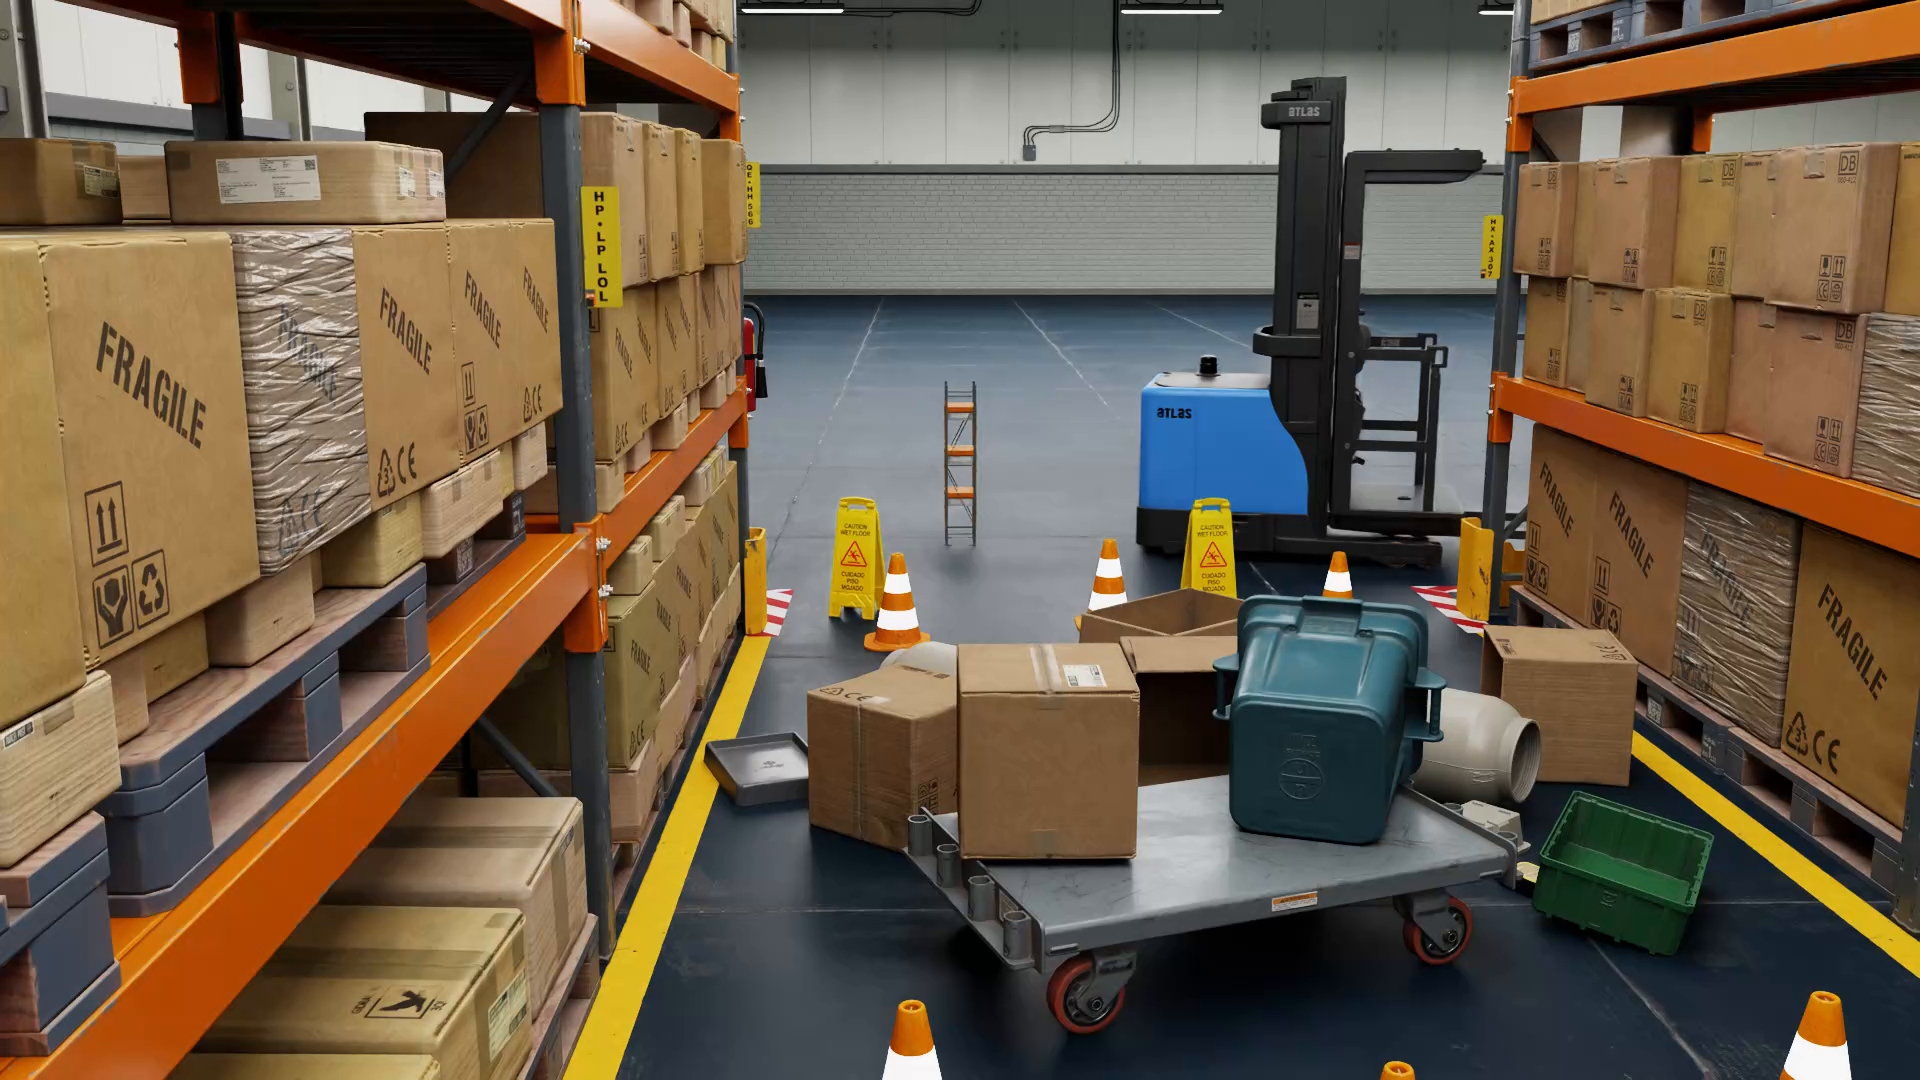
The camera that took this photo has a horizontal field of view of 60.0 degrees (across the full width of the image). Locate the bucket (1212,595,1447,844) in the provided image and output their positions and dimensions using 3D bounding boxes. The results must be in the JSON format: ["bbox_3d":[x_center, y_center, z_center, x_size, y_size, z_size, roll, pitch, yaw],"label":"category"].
[{"bbox_3d":[1.104,0.570,5.113,0.726,0.611,0.620,4,22,18],"label":"bucket"}]

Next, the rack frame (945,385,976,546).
[{"bbox_3d":[0.004,-0.480,10.783,0.200,1.050,0.008,0,11,-1],"label":"rack frame"}]

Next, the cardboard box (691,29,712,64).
[{"bbox_3d":[-1.321,-2.201,7.451,0.380,0.149,0.250,0,11,1],"label":"cardboard box"}]

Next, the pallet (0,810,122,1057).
[{"bbox_3d":[-1.573,0.517,1.449,1.213,0.211,1.003,0,11,-1],"label":"pallet"}]

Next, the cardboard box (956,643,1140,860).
[{"bbox_3d":[0.244,0.610,4.891,0.500,0.500,0.500,0,11,-1],"label":"cardboard box"}]

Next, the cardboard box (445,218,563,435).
[{"bbox_3d":[-1.296,-0.541,4.124,0.500,0.500,0.500,0,11,-2],"label":"cardboard box"}]

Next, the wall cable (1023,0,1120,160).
[{"bbox_3d":[2.666,-12.060,39.318,2.305,6.003,0.169,0,11,-1],"label":"wall cable"}]

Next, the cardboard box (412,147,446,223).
[{"bbox_3d":[-1.272,-0.722,3.384,0.380,0.149,0.250,-1,11,-3],"label":"cardboard box"}]

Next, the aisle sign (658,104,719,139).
[{"bbox_3d":[-1.329,-2.314,8.380,0.394,0.787,0.004,0,11,-1],"label":"aisle sign"}]

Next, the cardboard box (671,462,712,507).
[{"bbox_3d":[-1.260,-0.236,7.022,0.380,0.149,0.250,0,11,1],"label":"cardboard box"}]

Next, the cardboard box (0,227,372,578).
[{"bbox_3d":[-1.268,-0.235,2.619,0.500,0.500,0.500,-1,11,-3],"label":"cardboard box"}]

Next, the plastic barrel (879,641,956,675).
[{"bbox_3d":[-0.061,0.641,6.835,0.512,0.421,0.421,9,15,38],"label":"plastic barrel"}]

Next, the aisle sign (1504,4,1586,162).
[{"bbox_3d":[3.028,-2.353,8.576,0.394,0.787,0.004,0,11,-1],"label":"aisle sign"}]

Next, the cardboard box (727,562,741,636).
[{"bbox_3d":[-1.331,0.280,7.994,0.500,0.250,0.500,0,11,-1],"label":"cardboard box"}]

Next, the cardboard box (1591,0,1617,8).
[{"bbox_3d":[3.032,-2.448,7.360,0.380,0.149,0.250,0,11,-1],"label":"cardboard box"}]

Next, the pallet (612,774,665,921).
[{"bbox_3d":[-1.584,1.002,5.587,1.003,0.211,1.213,0,11,-1],"label":"pallet"}]

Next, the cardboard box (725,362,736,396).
[{"bbox_3d":[-1.280,-0.780,7.989,0.380,0.149,0.250,0,11,-2],"label":"cardboard box"}]

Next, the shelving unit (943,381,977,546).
[{"bbox_3d":[0.001,-0.504,10.902,0.215,1.050,0.252,0,11,-1],"label":"shelving unit"}]

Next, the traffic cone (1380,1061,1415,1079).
[{"bbox_3d":[0.896,1.307,3.454,0.336,0.463,0.334,0,11,-1],"label":"traffic cone"}]

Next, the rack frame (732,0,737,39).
[{"bbox_3d":[-1.617,-3.966,7.976,1.000,3.000,0.127,0,11,-1],"label":"rack frame"}]

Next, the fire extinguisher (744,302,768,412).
[{"bbox_3d":[-1.159,-1.013,8.701,0.296,0.674,0.183,0,11,-1],"label":"fire extinguisher"}]

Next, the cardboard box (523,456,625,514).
[{"bbox_3d":[-1.221,-0.172,4.993,0.380,0.149,0.250,0,11,-1],"label":"cardboard box"}]

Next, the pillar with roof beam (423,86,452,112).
[{"bbox_3d":[-3.535,-7.399,24.895,9.100,9.000,0.400,0,11,-1],"label":"pillar with roof beam"}]

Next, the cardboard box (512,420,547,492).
[{"bbox_3d":[-1.248,-0.212,4.137,0.380,0.149,0.250,0,11,0],"label":"cardboard box"}]

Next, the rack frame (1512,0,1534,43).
[{"bbox_3d":[3.329,-4.007,8.175,1.000,3.000,0.127,0,11,-1],"label":"rack frame"}]

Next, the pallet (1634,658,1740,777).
[{"bbox_3d":[3.446,0.701,7.074,1.003,0.211,1.213,0,11,-1],"label":"pallet"}]

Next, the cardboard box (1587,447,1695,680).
[{"bbox_3d":[3.430,0.078,7.416,0.875,0.875,0.875,0,11,-2],"label":"cardboard box"}]

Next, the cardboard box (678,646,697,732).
[{"bbox_3d":[-1.313,0.581,6.511,0.500,0.250,0.500,0,11,-2],"label":"cardboard box"}]

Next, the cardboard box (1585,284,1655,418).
[{"bbox_3d":[3.302,-0.845,7.304,0.875,0.550,0.550,0,11,-1],"label":"cardboard box"}]

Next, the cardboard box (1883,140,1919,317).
[{"bbox_3d":[3.439,-0.948,5.092,0.875,0.550,0.550,0,11,-1],"label":"cardboard box"}]

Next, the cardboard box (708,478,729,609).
[{"bbox_3d":[-1.326,0.010,7.438,0.500,0.500,0.500,0,11,1],"label":"cardboard box"}]

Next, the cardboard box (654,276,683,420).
[{"bbox_3d":[-1.296,-0.714,6.034,0.500,0.500,0.500,0,11,-2],"label":"cardboard box"}]

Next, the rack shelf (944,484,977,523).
[{"bbox_3d":[0.001,-0.221,10.960,0.215,0.259,0.240,0,11,-1],"label":"rack shelf"}]

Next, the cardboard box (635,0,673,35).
[{"bbox_3d":[-1.235,-1.897,5.955,0.380,0.149,0.250,0,11,-2],"label":"cardboard box"}]

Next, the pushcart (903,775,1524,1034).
[{"bbox_3d":[0.744,1.035,5.009,1.648,0.377,0.936,-4,12,-21],"label":"pushcart"}]

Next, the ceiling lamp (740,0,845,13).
[{"bbox_3d":[-3.258,-11.878,32.295,2.000,3.185,0.800,0,11,-1],"label":"ceiling lamp"}]

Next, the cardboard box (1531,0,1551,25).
[{"bbox_3d":[3.016,-2.599,8.104,0.380,0.149,0.250,0,11,-1],"label":"cardboard box"}]

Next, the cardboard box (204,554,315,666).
[{"bbox_3d":[-1.258,0.095,2.624,0.380,0.149,0.250,0,11,1],"label":"cardboard box"}]

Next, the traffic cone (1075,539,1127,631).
[{"bbox_3d":[0.784,0.225,8.785,0.336,0.463,0.334,0,11,-1],"label":"traffic cone"}]

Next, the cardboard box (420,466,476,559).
[{"bbox_3d":[-1.210,-0.058,3.377,0.380,0.149,0.250,0,11,-1],"label":"cardboard box"}]

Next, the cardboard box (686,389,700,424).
[{"bbox_3d":[-1.299,-0.575,6.983,0.380,0.149,0.250,0,11,-2],"label":"cardboard box"}]

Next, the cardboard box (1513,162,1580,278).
[{"bbox_3d":[3.298,-1.595,8.285,0.875,0.550,0.550,0,11,-1],"label":"cardboard box"}]

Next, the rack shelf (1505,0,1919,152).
[{"bbox_3d":[3.371,-1.786,6.585,1.077,0.370,4.000,0,11,-1],"label":"rack shelf"}]

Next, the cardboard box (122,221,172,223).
[{"bbox_3d":[-1.801,-0.438,3.616,0.500,0.500,0.500,0,11,-1],"label":"cardboard box"}]

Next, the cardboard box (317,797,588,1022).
[{"bbox_3d":[-1.521,0.955,4.358,0.950,0.372,0.625,0,11,0],"label":"cardboard box"}]

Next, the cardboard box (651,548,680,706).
[{"bbox_3d":[-1.300,0.319,5.918,0.500,0.500,0.500,0,11,1],"label":"cardboard box"}]

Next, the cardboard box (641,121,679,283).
[{"bbox_3d":[-1.316,-1.106,5.450,0.700,0.500,0.500,0,11,-1],"label":"cardboard box"}]

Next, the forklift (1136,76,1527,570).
[{"bbox_3d":[2.693,-1.369,10.435,3.031,2.935,1.130,2,12,12],"label":"forklift"}]

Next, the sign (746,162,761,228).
[{"bbox_3d":[-1.062,-1.747,8.417,0.100,0.325,0.005,0,11,-1],"label":"sign"}]

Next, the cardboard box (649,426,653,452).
[{"bbox_3d":[-1.321,-0.377,6.003,0.380,0.149,0.250,0,11,-1],"label":"cardboard box"}]

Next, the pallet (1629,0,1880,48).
[{"bbox_3d":[3.383,-2.102,6.557,1.003,0.211,1.213,0,11,-1],"label":"pallet"}]

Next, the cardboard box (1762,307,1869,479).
[{"bbox_3d":[3.359,-0.527,5.737,0.875,0.550,0.550,0,11,-1],"label":"cardboard box"}]

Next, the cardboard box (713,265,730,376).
[{"bbox_3d":[-1.325,-1.014,7.516,0.500,0.500,0.500,0,11,-1],"label":"cardboard box"}]

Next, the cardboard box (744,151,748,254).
[{"bbox_3d":[-1.389,-1.610,7.937,0.700,0.500,0.500,-1,11,-3],"label":"cardboard box"}]

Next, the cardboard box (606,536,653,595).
[{"bbox_3d":[-1.220,0.082,5.453,0.380,0.149,0.250,0,11,0],"label":"cardboard box"}]

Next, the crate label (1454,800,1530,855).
[{"bbox_3d":[1.796,1.005,5.759,0.298,0.136,0.250,-10,15,-40],"label":"crate label"}]

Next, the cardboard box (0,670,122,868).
[{"bbox_3d":[-1.190,0.251,1.856,0.380,0.149,0.250,0,11,-1],"label":"cardboard box"}]

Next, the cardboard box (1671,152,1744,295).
[{"bbox_3d":[3.419,-1.270,6.680,0.875,0.550,0.500,0,11,-1],"label":"cardboard box"}]

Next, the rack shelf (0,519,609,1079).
[{"bbox_3d":[-1.493,0.519,2.765,1.077,0.370,4.000,0,11,-1],"label":"rack shelf"}]

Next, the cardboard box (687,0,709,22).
[{"bbox_3d":[-1.313,-2.265,6.762,0.500,0.250,0.500,0,11,0],"label":"cardboard box"}]
